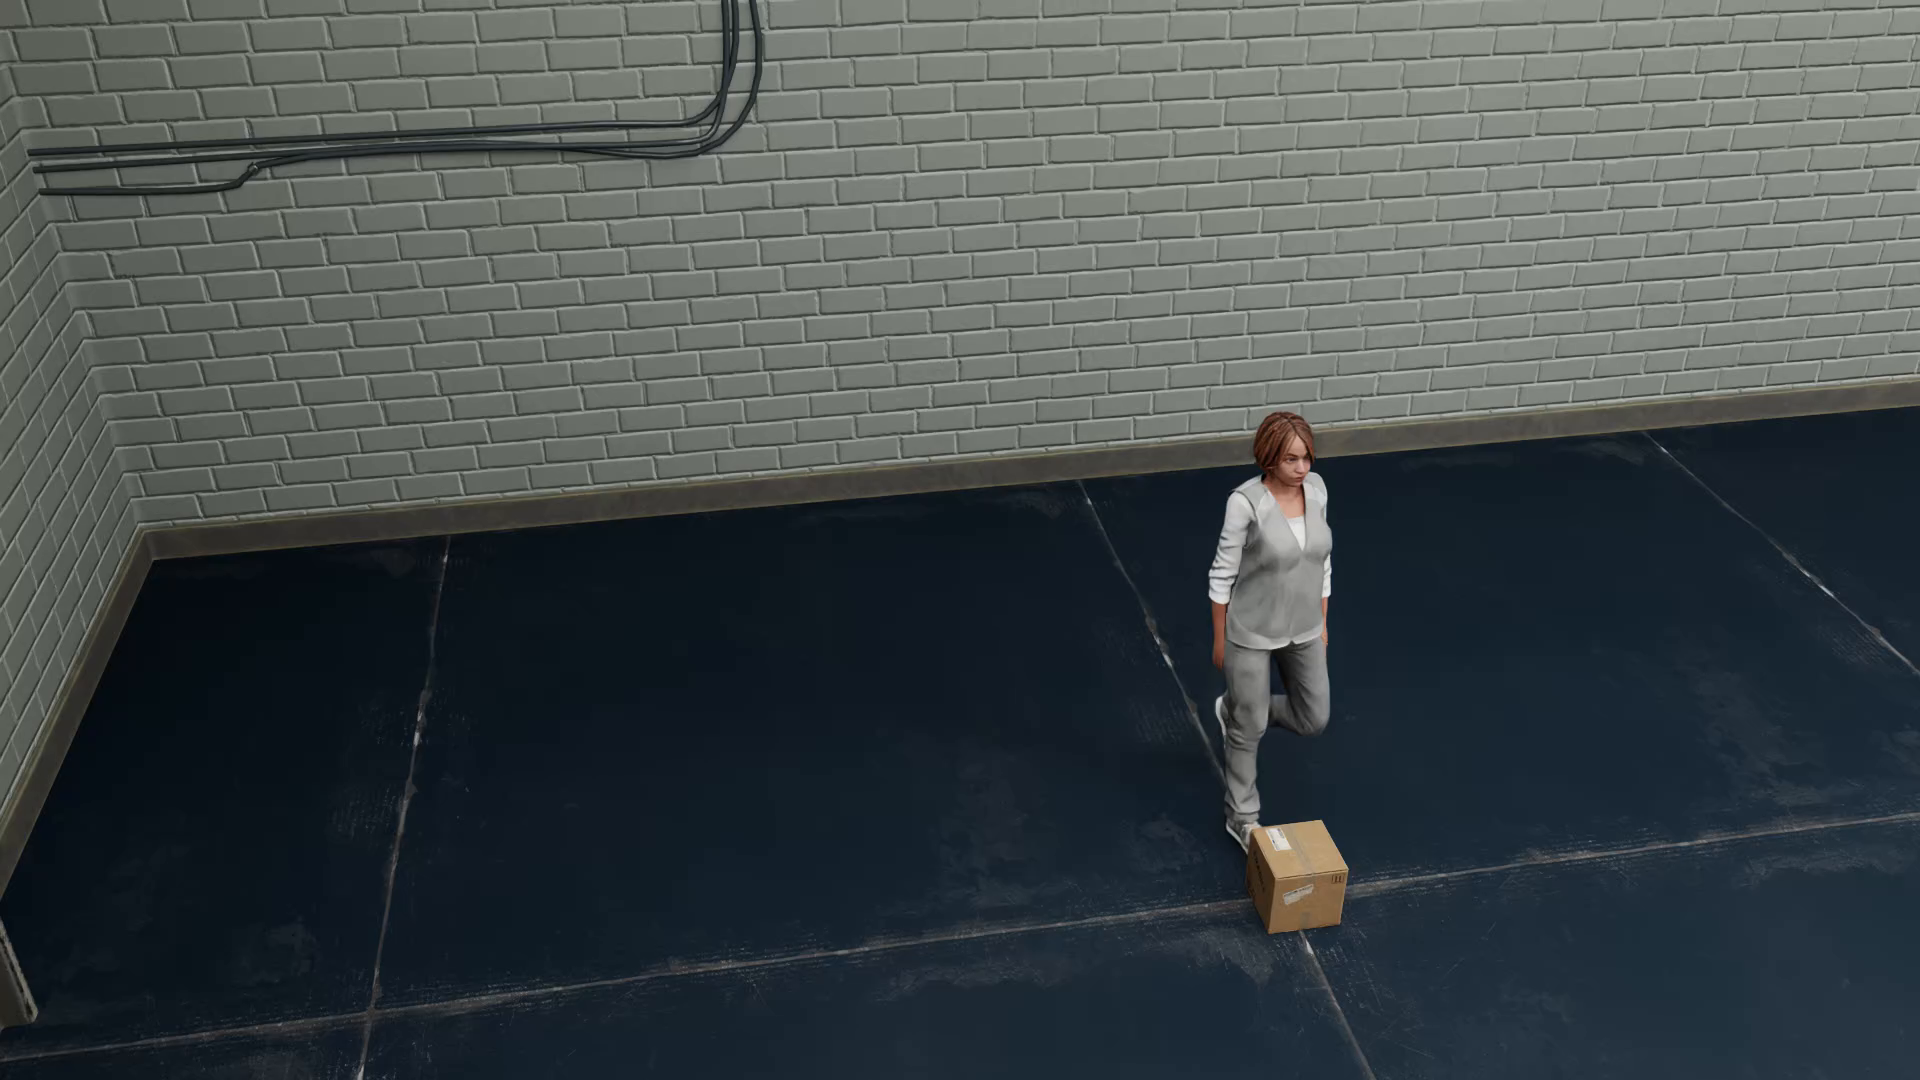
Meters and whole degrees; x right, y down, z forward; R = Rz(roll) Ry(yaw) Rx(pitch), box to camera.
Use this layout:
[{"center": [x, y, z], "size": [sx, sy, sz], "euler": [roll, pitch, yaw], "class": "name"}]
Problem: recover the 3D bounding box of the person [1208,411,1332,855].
[{"center": [1.050, 0.307, 5.625], "size": [0.432, 1.591, 0.578], "euler": [-13, 34, -21], "class": "person"}]
